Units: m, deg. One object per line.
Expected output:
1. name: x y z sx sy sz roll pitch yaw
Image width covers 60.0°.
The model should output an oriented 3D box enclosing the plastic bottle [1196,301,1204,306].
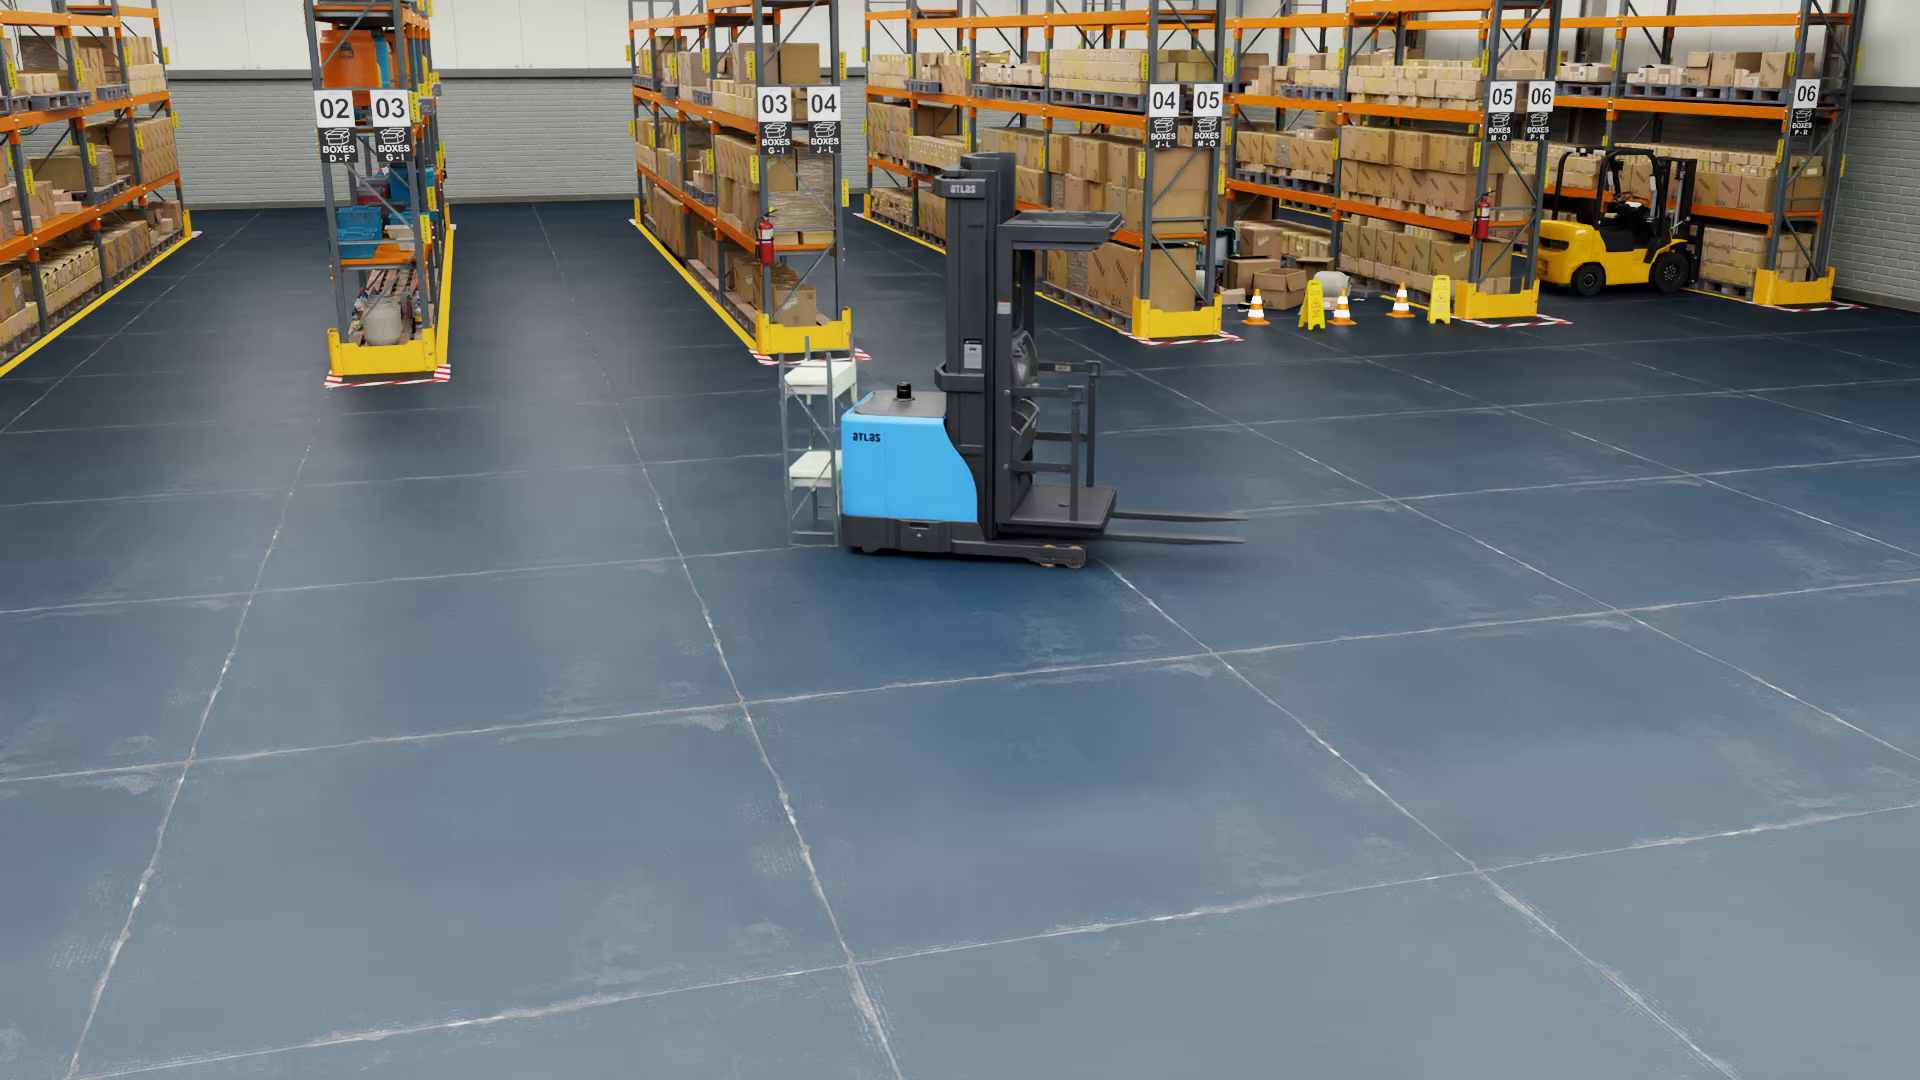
1. plastic bottle: 3.620 -3.483 24.443 0.283 0.061 0.133 -12 20 -34

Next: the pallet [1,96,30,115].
1. pallet: -12.820 -5.718 21.892 0.805 0.209 1.217 -5 18 -17

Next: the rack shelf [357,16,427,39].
1. rack shelf: -9.451 -8.517 27.610 1.077 0.370 4.000 -5 17 -15

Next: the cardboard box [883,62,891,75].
1. cardboard box: -1.258 -9.633 33.985 0.500 0.250 0.500 -5 18 -17

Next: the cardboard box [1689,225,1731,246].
1. cardboard box: 11.639 -4.728 25.790 0.500 0.250 0.500 -4 17 -15

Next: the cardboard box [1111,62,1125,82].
1. cardboard box: 2.316 -6.178 21.930 0.500 0.250 0.500 -5 17 -15

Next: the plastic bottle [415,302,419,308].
1. plastic bottle: -6.996 -2.939 21.500 0.097 0.271 0.097 0 17 0

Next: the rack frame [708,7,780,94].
1. rack frame: -3.040 -7.785 23.228 1.000 3.000 0.127 -5 17 -15

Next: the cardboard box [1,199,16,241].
1. cardboard box: -12.438 -4.056 21.066 0.700 0.500 0.500 -5 17 -17

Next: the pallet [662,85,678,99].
1. pallet: -4.367 -7.539 27.949 1.213 0.211 1.003 -4 17 -13

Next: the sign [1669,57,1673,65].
1. sign: 11.793 -7.855 27.639 0.100 0.325 0.005 -5 17 -15

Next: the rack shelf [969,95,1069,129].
1. rack shelf: 1.207 -6.922 26.817 1.077 0.370 4.000 -5 17 -15

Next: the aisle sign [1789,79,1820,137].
1. aisle sign: 12.095 -6.186 23.814 0.394 0.787 0.004 -5 17 -15

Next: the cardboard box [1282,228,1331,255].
1. cardboard box: 5.949 -5.174 28.800 0.950 0.372 0.625 -4 17 -13

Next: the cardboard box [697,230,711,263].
1. cardboard box: -3.936 -4.848 27.459 0.700 0.500 0.500 -6 18 -18

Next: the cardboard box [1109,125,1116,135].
1. cardboard box: 3.485 -8.964 35.669 0.500 0.500 0.500 -5 17 -15

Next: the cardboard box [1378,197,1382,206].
1. cardboard box: 6.626 -5.184 25.431 0.380 0.149 0.250 -5 17 -16

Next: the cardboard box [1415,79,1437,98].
1. cardboard box: 6.904 -6.499 23.903 0.500 0.250 0.500 -4 17 -14

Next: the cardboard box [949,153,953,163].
1. cardboard box: 0.009 -6.780 29.500 0.380 0.149 0.250 -4 17 -13

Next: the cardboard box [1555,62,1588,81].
1. cardboard box: 10.616 -8.125 28.825 0.500 0.311 0.500 -5 18 -17

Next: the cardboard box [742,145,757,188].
1. cardboard box: -2.472 -4.745 21.107 0.500 0.500 0.500 -5 17 -15

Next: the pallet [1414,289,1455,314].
1. pallet: 7.378 -3.502 24.244 1.003 0.211 1.213 -5 17 -15

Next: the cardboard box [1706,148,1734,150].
1. cardboard box: 11.999 -6.096 26.215 0.380 0.149 0.250 -4 17 -14

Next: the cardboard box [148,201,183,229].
1. cardboard box: -15.477 -6.332 32.398 0.500 0.500 0.500 -5 17 -15

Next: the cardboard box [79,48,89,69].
1. cardboard box: -14.327 -7.562 26.622 0.600 0.600 0.600 -5 18 -17

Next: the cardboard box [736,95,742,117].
1. cardboard box: -2.590 -5.564 21.308 0.500 0.250 0.500 -4 17 -14

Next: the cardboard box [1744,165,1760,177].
1. cardboard box: 11.896 -5.483 24.691 0.380 0.149 0.250 -4 17 -14

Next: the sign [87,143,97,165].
1. sign: -13.132 -5.836 25.153 0.100 0.325 0.005 -5 17 -15

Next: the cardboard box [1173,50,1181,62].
1. cardboard box: 3.003 -6.304 21.657 0.380 0.149 0.250 -5 17 -15

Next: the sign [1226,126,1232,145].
1. sign: 4.857 -7.312 30.067 0.100 0.325 0.005 -5 17 -15

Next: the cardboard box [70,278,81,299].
1. cardboard box: -12.861 -3.571 23.675 0.500 0.250 0.500 -4 17 -14

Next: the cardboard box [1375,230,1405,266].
1. cardboard box: 6.691 -4.464 25.344 0.500 0.500 0.500 -4 17 -12

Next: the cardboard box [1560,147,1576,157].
1. cardboard box: 10.648 -6.729 28.837 0.380 0.149 0.250 -5 18 -17

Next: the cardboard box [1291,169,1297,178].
1. cardboard box: 5.815 -6.180 28.019 0.380 0.149 0.250 -5 17 -15

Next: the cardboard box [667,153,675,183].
1. cardboard box: -4.929 -6.606 29.556 0.500 0.500 0.500 -4 17 -14

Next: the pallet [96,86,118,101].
1. pallet: -14.364 -7.217 26.876 1.213 0.211 1.003 -5 17 -15

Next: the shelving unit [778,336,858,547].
1. shelving unit: -1.074 -0.778 12.918 0.431 1.500 0.755 2 17 10

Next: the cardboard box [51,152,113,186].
1. cardboard box: -14.014 -5.919 26.538 0.700 0.500 0.500 -1 17 -5

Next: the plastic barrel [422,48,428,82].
1. plastic barrel: -9.555 -8.225 28.848 0.600 0.588 0.600 0 17 0

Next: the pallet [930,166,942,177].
1. pallet: 0.074 -6.835 30.826 1.003 0.211 1.213 -5 17 -15

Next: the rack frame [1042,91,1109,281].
1. rack frame: 1.757 -5.276 25.303 1.000 3.000 0.127 -5 17 -15

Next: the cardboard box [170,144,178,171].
1. cardboard box: -15.479 -7.395 32.182 0.500 0.500 0.500 -4 17 -14

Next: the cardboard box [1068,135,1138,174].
1. cardboard box: 2.088 -5.618 24.302 0.875 0.550 0.550 -5 17 -15

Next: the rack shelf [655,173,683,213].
1. rack shelf: -4.689 -6.227 29.719 1.077 0.370 4.000 -5 17 -15

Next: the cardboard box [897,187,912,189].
1. cardboard box: -1.152 -7.590 36.197 0.380 0.149 0.250 -4 17 -15

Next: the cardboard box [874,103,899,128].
1. cardboard box: -1.528 -8.981 35.206 0.500 0.500 0.500 -4 17 -14

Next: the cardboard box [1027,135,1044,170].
1. cardboard box: 1.472 -6.082 26.074 0.700 0.500 0.500 -5 17 -16

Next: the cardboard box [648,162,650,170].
1. cardboard box: -5.920 -7.348 32.636 0.380 0.149 0.250 -4 17 -14

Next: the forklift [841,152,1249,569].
1. forklift: 0.669 -1.356 12.372 3.031 2.935 1.130 3 17 11

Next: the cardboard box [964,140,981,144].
1. cardboard box: 0.289 -7.324 30.794 0.380 0.149 0.250 -5 17 -16

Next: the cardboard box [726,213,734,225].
1. cardboard box: -3.011 -4.431 22.925 0.380 0.149 0.250 -5 17 -15

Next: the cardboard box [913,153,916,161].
1. cardboard box: -0.694 -7.348 31.908 0.380 0.149 0.250 -4 17 -14

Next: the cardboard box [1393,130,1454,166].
1. cardboard box: 6.863 -5.805 24.634 0.700 0.500 0.500 -5 17 -16

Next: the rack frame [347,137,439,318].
1. rack frame: -7.802 -4.521 22.787 1.000 3.000 0.127 -5 17 -15

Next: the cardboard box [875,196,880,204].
1. cardboard box: -1.623 -7.328 35.843 0.380 0.149 0.250 -5 17 -16
